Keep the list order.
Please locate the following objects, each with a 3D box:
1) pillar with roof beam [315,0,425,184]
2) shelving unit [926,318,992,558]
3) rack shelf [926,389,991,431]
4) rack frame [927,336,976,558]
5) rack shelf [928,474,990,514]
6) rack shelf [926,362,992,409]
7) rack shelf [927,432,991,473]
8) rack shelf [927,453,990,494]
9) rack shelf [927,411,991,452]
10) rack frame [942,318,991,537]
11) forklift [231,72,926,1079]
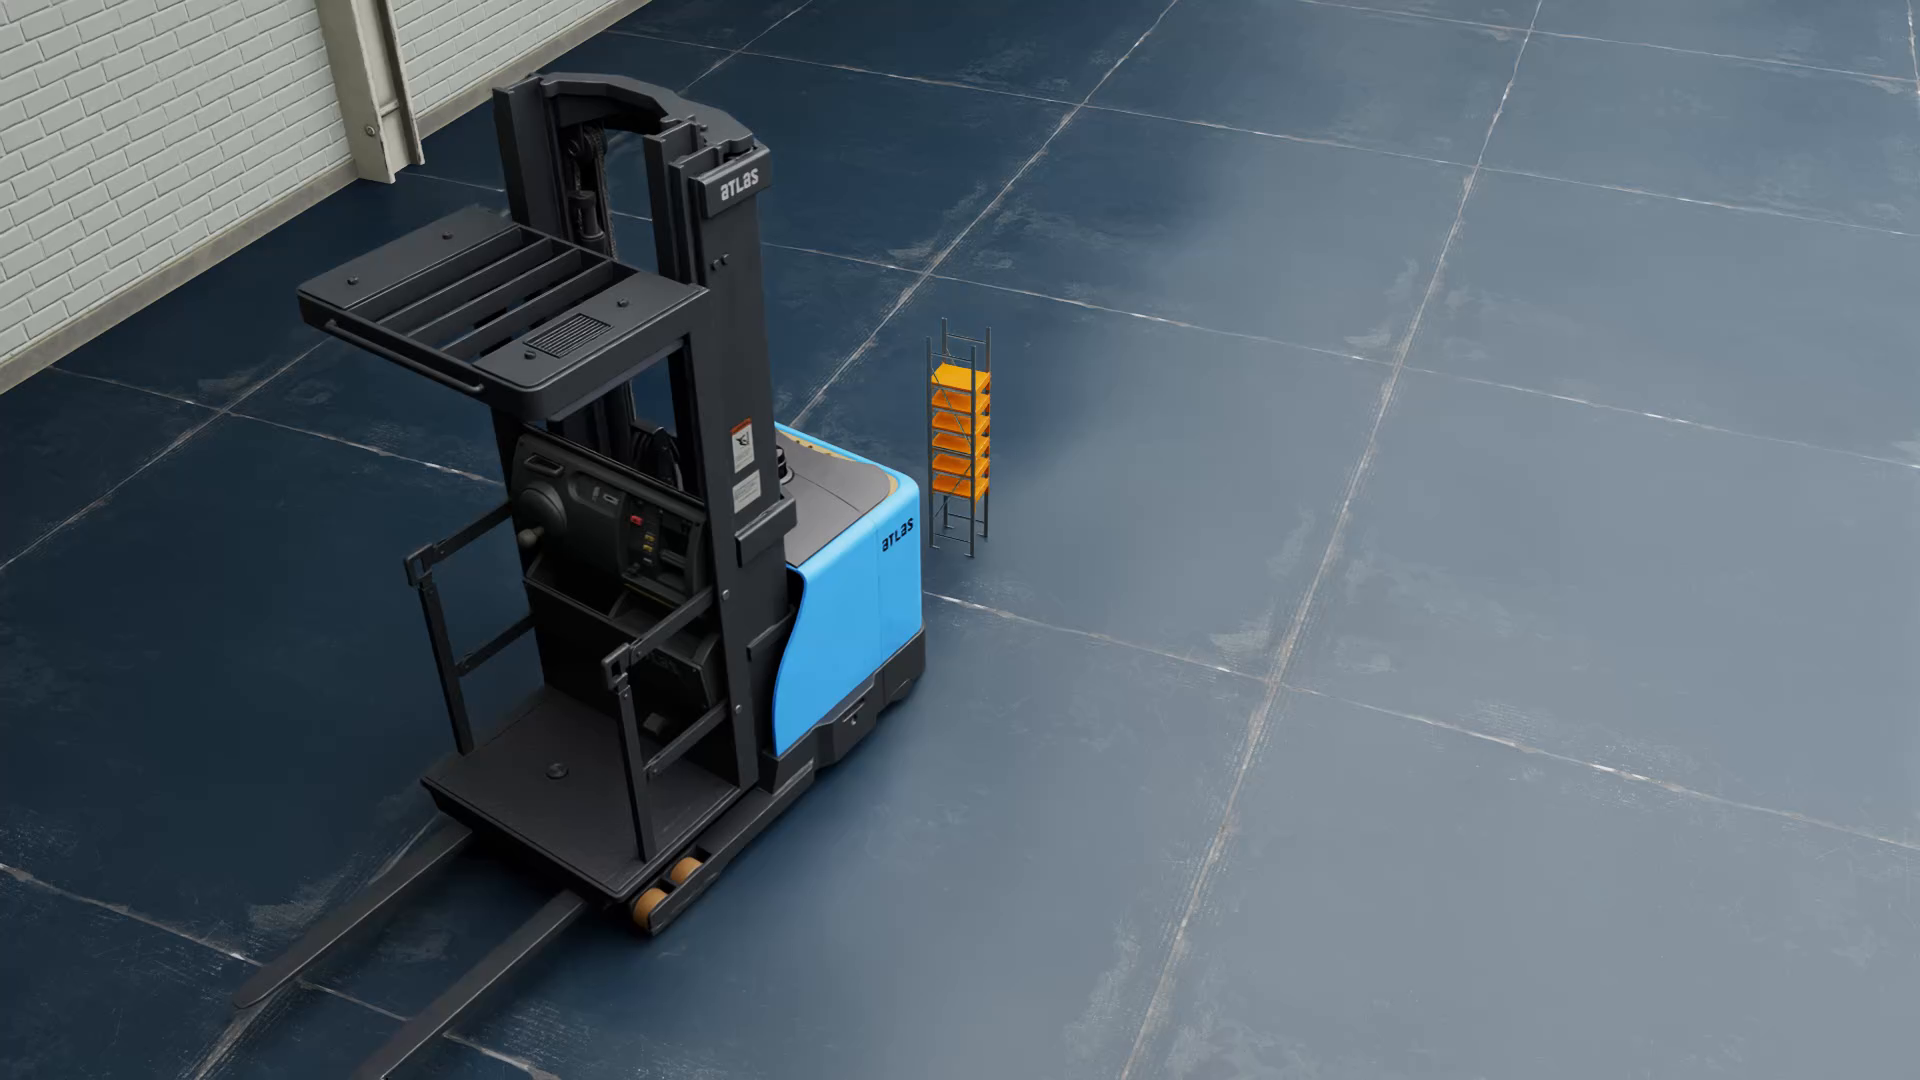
[{"bbox_3d":[-0.093,-5.276,7.894,9.100,9.000,0.400,14,39,18],"label":"pillar with roof beam"},{"bbox_3d":[-0.005,-0.473,7.982,0.258,1.200,0.189,14,39,18],"label":"shelving unit"},{"bbox_3d":[-0.005,-0.629,7.865,0.258,0.103,0.180,14,39,18],"label":"rack shelf"},{"bbox_3d":[-0.040,-0.422,7.914,0.240,1.200,0.006,14,39,18],"label":"rack frame"},{"bbox_3d":[-0.006,-0.245,8.152,0.258,0.103,0.180,14,39,18],"label":"rack shelf"},{"bbox_3d":[-0.005,-0.725,7.793,0.258,0.103,0.180,14,39,18],"label":"rack shelf"},{"bbox_3d":[-0.005,-0.437,8.008,0.258,0.103,0.180,14,39,18],"label":"rack shelf"},{"bbox_3d":[-0.006,-0.341,8.080,0.258,0.103,0.180,14,39,18],"label":"rack shelf"},{"bbox_3d":[-0.005,-0.533,7.936,0.258,0.103,0.180,14,39,18],"label":"rack shelf"},{"bbox_3d":[0.029,-0.523,8.049,0.240,1.200,0.006,14,39,18],"label":"rack frame"},{"bbox_3d":[-1.411,-0.007,5.913,1.130,2.935,3.031,23,42,27],"label":"forklift"}]
